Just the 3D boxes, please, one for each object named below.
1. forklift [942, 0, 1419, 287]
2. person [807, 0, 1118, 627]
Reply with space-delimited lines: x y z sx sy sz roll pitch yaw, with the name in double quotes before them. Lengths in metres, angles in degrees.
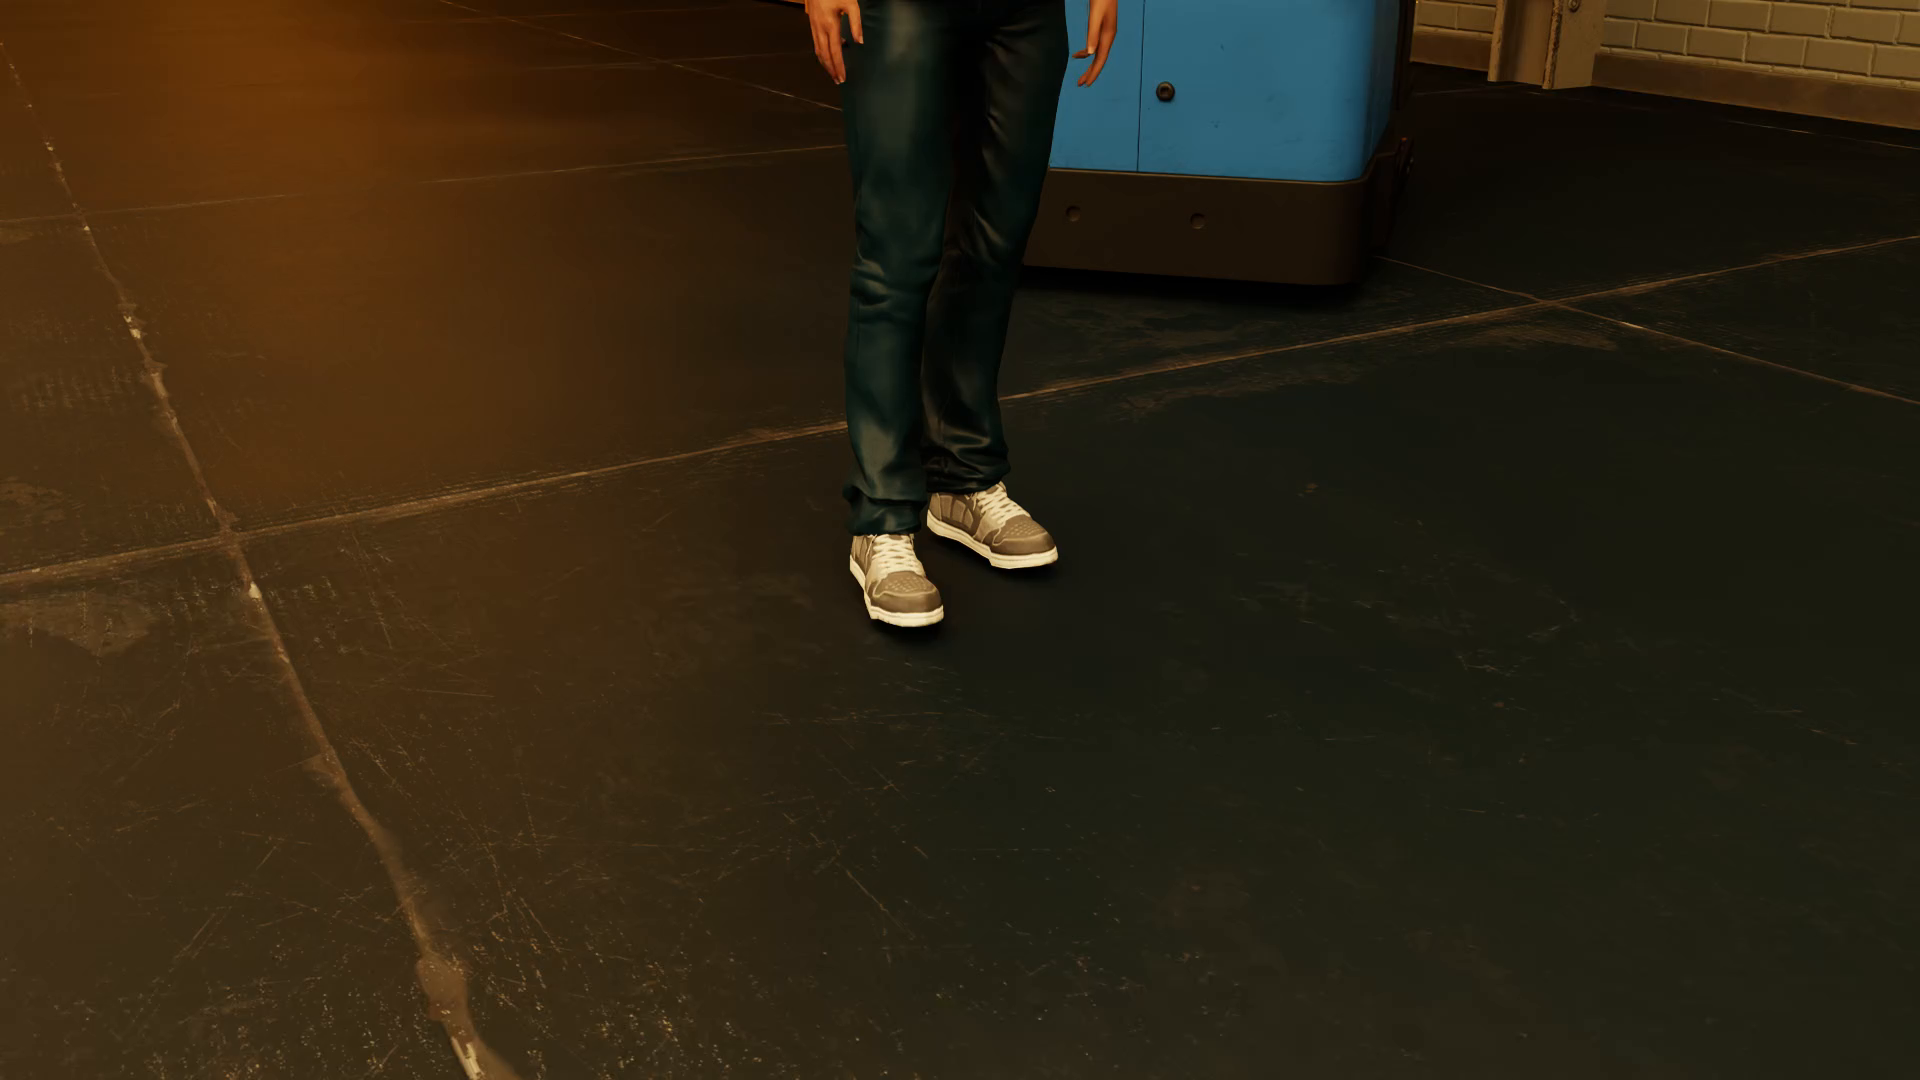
"forklift" 0.863 -2.481 4.820 1.130 2.935 3.031 7 23 16
"person" 0.026 -0.718 2.262 0.520 1.600 0.472 -12 25 -28
